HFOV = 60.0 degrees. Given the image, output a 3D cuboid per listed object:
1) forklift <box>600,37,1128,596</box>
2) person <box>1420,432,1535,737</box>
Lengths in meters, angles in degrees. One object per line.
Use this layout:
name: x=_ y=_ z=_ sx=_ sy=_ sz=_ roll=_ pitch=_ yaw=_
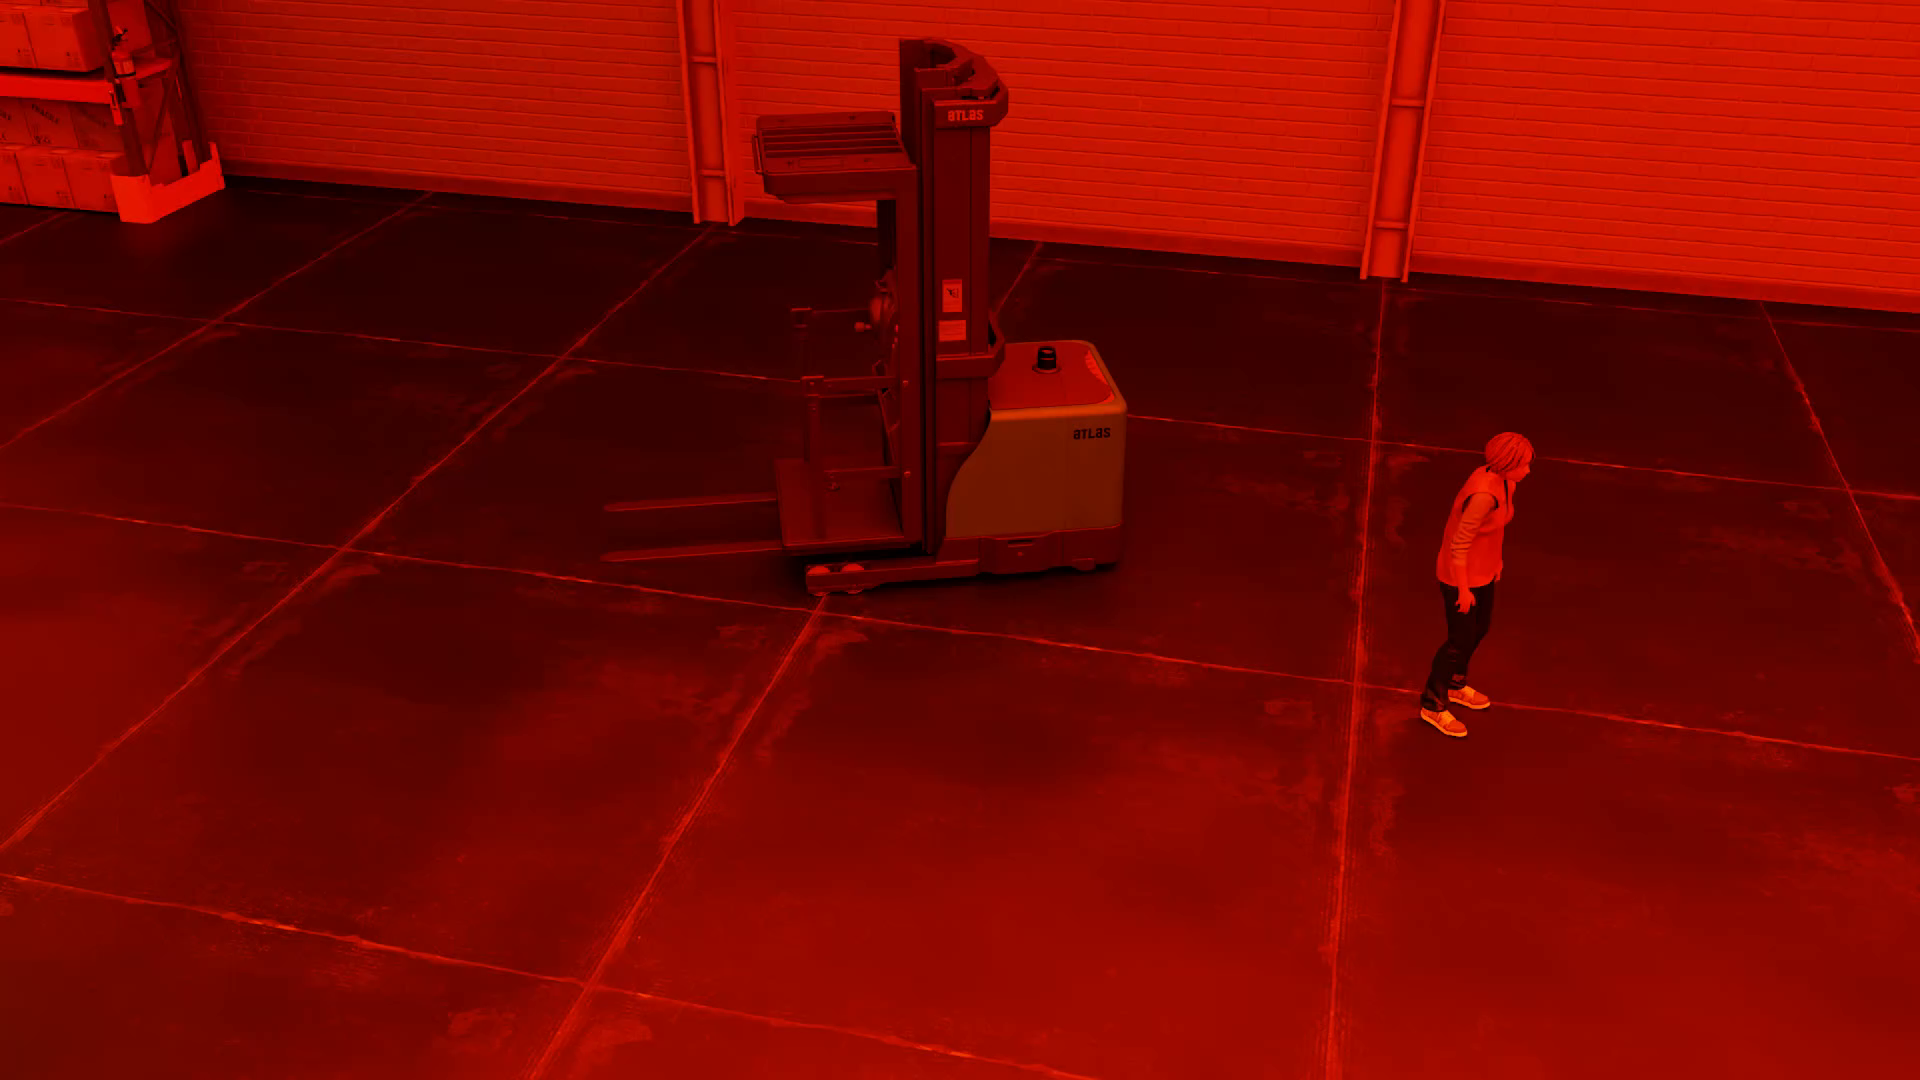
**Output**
forklift: x=-0.602 y=-1.232 z=9.345 sx=3.031 sy=2.935 sz=1.130 roll=-4 pitch=30 yaw=-7
person: x=2.534 y=0.184 z=8.205 sx=0.345 sy=1.592 sz=0.464 roll=20 pitch=35 yaw=31
